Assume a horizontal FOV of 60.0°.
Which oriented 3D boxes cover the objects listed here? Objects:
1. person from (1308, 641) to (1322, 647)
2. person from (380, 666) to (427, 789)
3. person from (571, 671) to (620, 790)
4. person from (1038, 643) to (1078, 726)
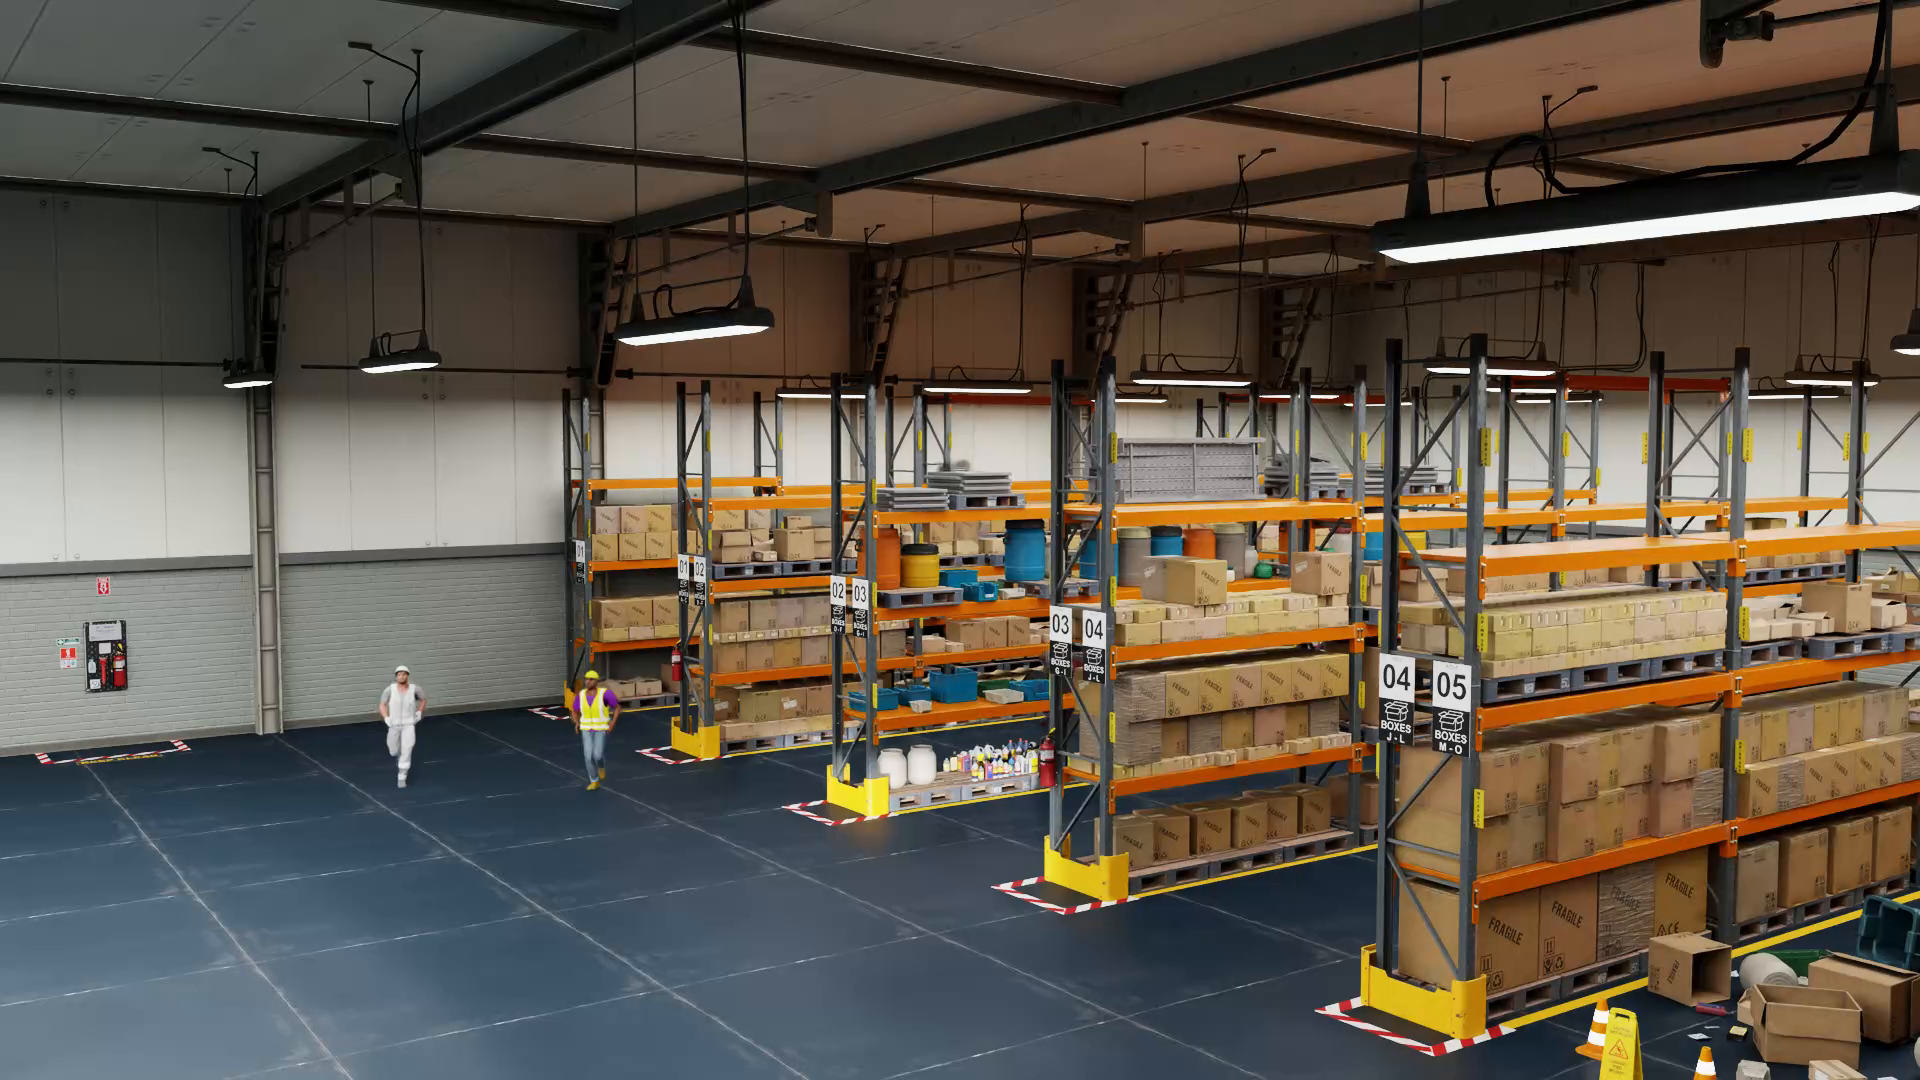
[{"bbox_3d":[6.535,2.244,31.810,0.633,1.735,0.698,-3,5,-43],"label":"person"},{"bbox_3d":[-8.245,2.730,24.609,0.645,1.753,0.962,-1,4,-10],"label":"person"},{"bbox_3d":[-5.314,2.756,24.169,0.700,1.728,0.541,0,4,2],"label":"person"},{"bbox_3d":[1.628,2.306,28.021,0.910,1.681,0.607,-3,5,-39],"label":"person"}]
